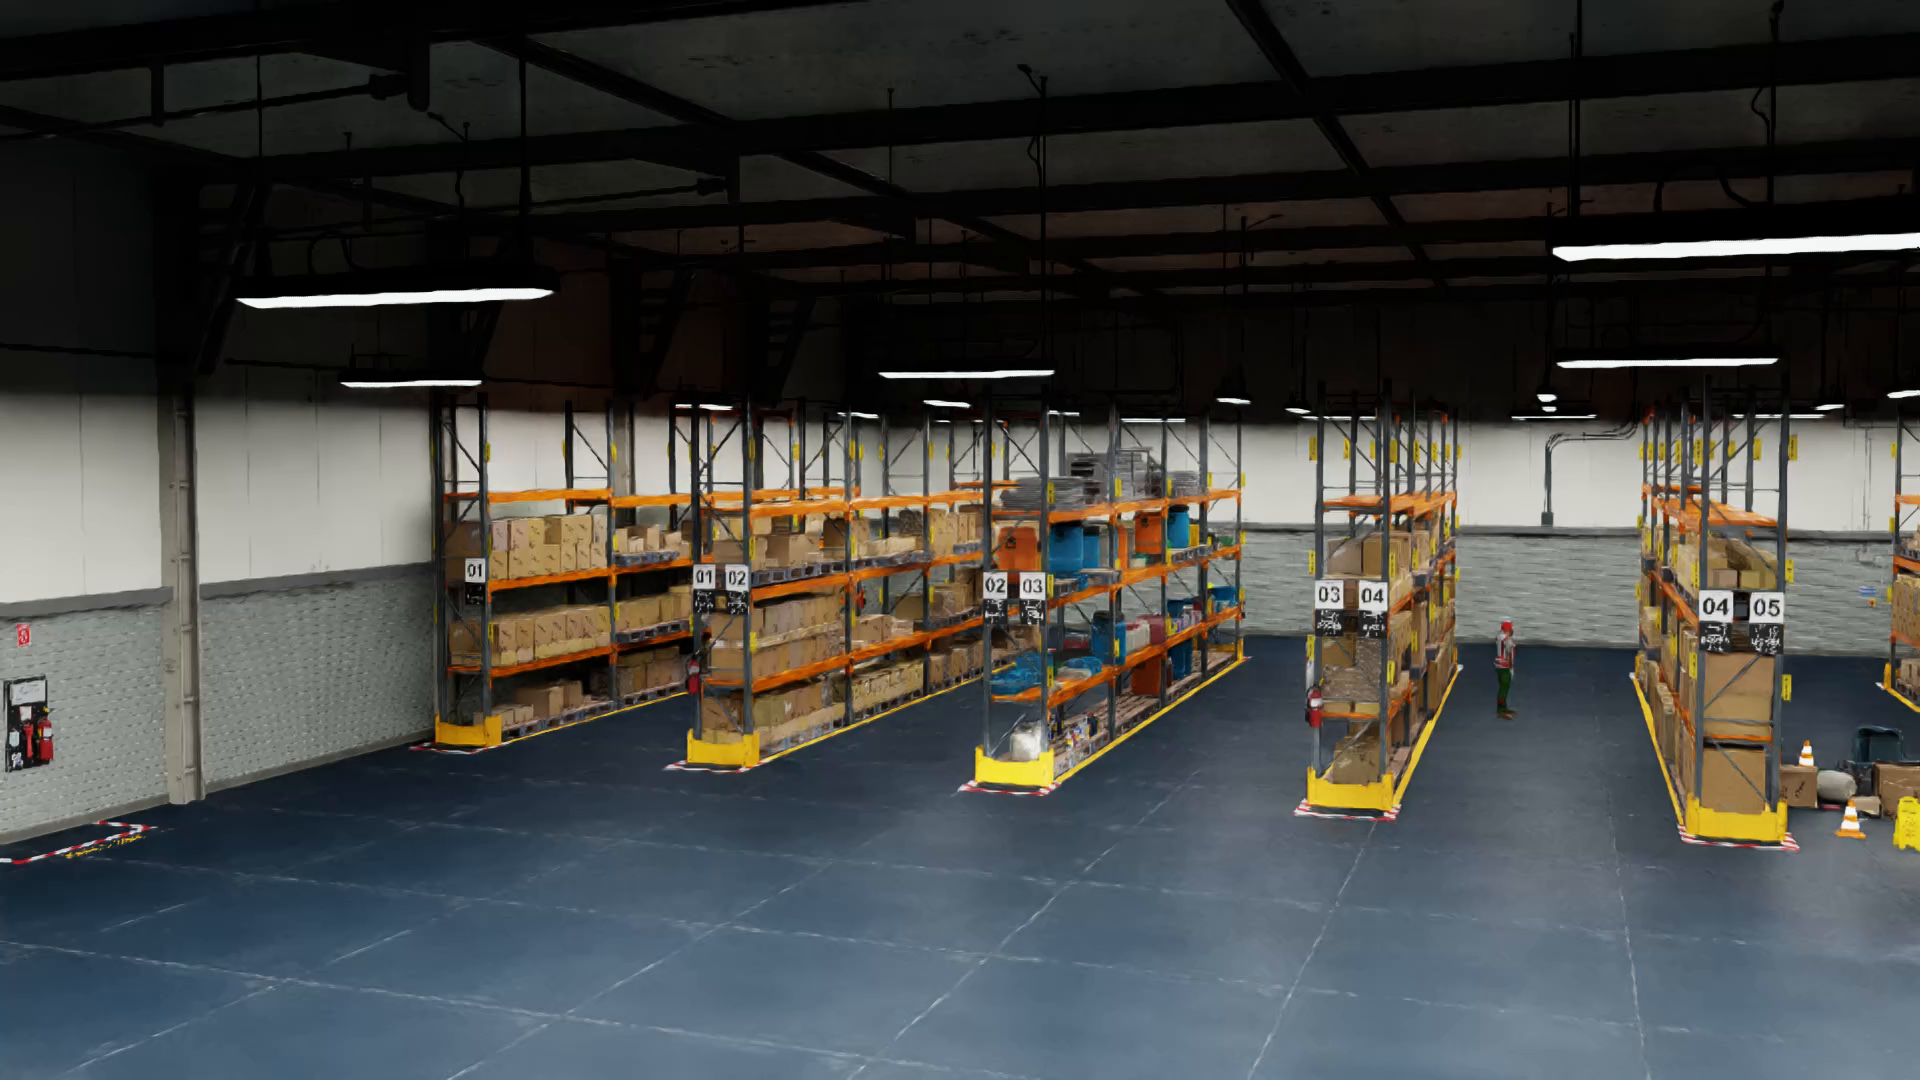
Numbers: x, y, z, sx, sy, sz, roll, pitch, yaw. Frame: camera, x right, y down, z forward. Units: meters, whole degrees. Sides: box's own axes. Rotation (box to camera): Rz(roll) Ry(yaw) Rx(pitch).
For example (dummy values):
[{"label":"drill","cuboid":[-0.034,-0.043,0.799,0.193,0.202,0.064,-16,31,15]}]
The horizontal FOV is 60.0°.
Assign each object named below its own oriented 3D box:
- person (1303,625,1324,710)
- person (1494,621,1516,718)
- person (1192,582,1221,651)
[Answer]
[{"label":"person","cuboid":[6.933,2.438,32.115,0.540,1.673,1.130,1,3,17]},{"label":"person","cuboid":[10.328,2.418,31.350,0.462,1.794,0.625,0,3,-3]},{"label":"person","cuboid":[6.164,1.923,41.277,0.645,1.756,0.626,-2,3,-28]}]
